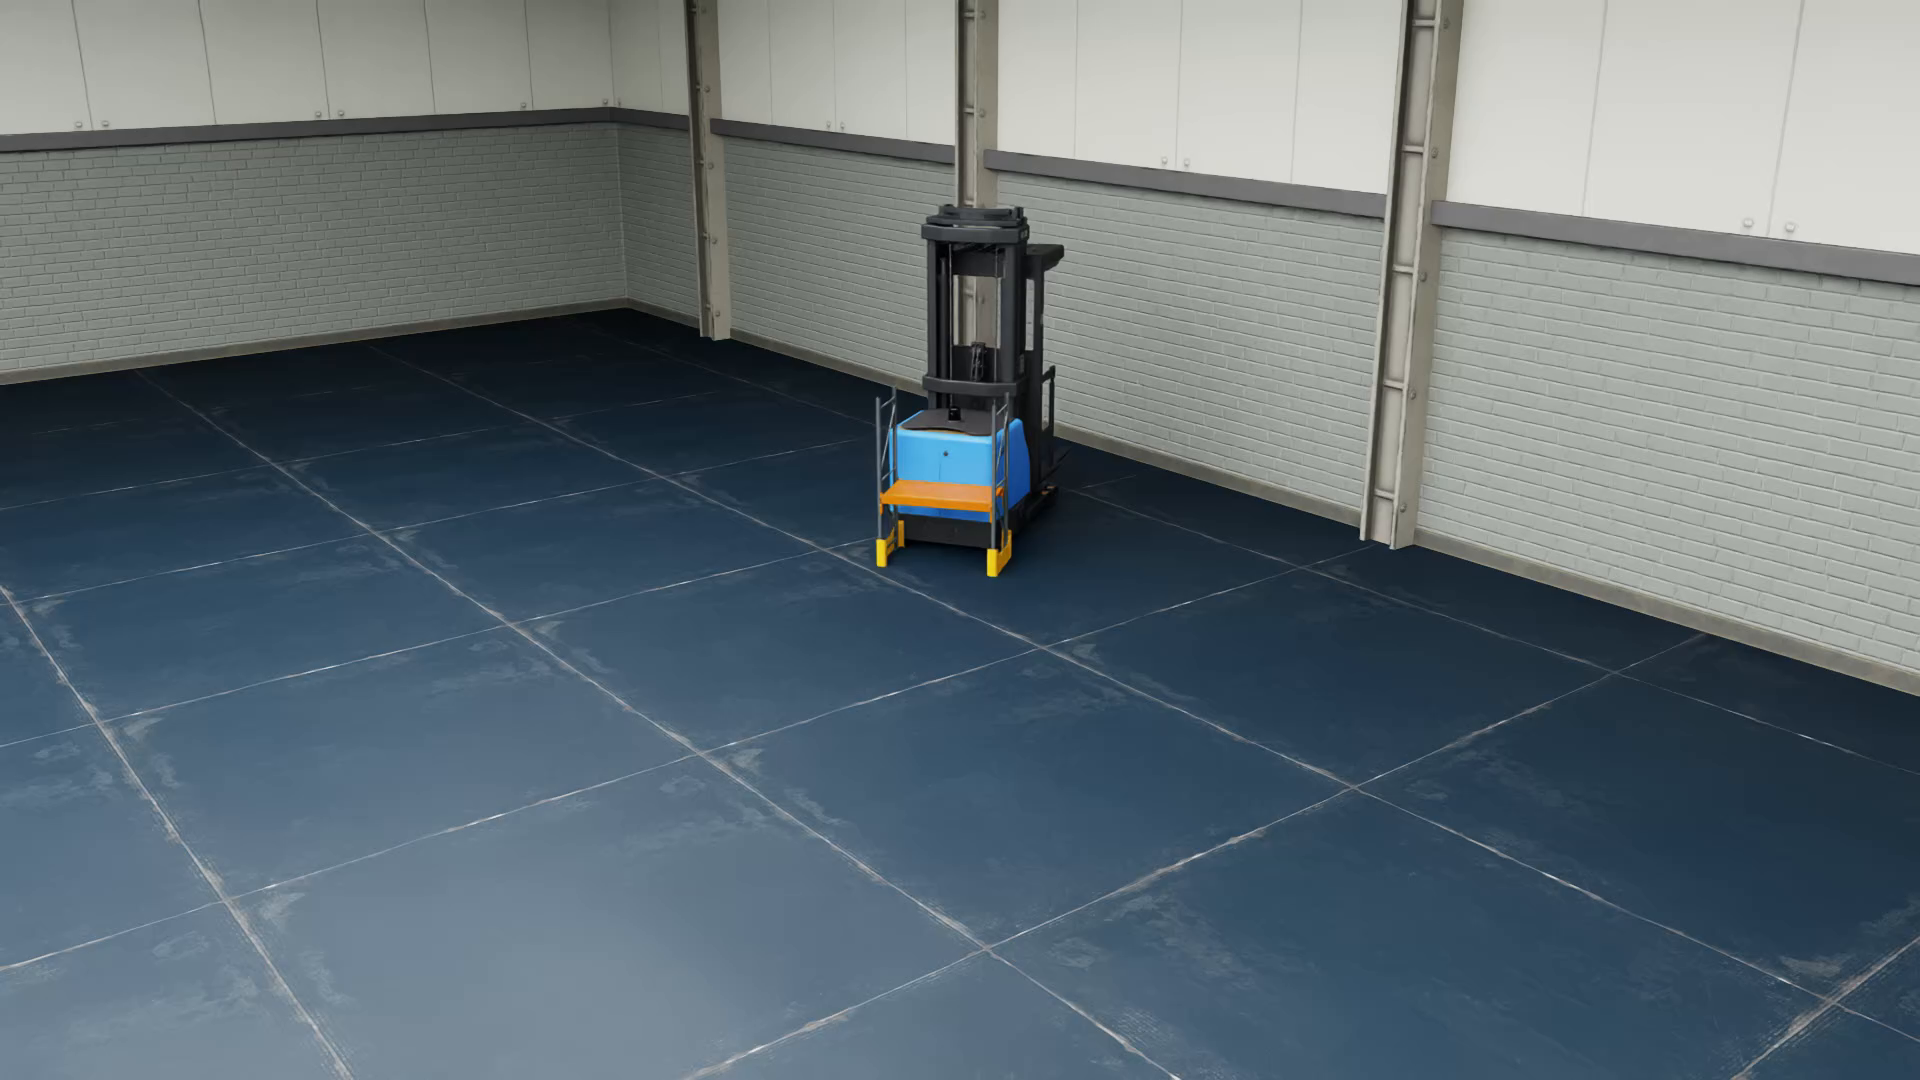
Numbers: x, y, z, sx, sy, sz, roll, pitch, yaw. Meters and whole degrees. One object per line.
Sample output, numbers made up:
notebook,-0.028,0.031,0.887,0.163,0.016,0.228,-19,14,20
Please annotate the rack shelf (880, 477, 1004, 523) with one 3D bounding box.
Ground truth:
rack shelf,-0.144,-0.351,14.498,1.000,0.185,0.538,5,19,14

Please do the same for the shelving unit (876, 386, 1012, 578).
shelving unit,-0.135,-0.521,14.439,1.083,1.500,0.587,5,19,14

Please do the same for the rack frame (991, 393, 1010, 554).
rack frame,0.347,-0.480,14.315,0.032,1.500,0.500,5,19,14

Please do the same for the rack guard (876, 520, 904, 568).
rack guard,-0.616,0.031,14.759,0.087,0.250,0.587,5,19,14

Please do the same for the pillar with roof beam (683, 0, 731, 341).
pillar with roof beam,-6.917,-6.378,20.195,9.100,9.000,0.400,-14,23,-36

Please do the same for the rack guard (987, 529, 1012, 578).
rack guard,0.345,0.113,14.511,0.087,0.250,0.587,5,19,14

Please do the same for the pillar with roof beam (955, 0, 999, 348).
pillar with roof beam,-3.192,-4.899,15.730,9.100,9.000,0.400,-14,23,-36

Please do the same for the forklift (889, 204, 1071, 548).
forklift,0.332,-1.742,15.850,1.130,2.935,3.031,7,19,19

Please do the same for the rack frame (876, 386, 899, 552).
rack frame,-0.635,-0.564,14.568,0.032,1.500,0.500,5,19,14

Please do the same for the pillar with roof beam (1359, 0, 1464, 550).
pillar with roof beam,0.533,-3.421,11.265,9.100,9.000,0.400,-14,23,-36
